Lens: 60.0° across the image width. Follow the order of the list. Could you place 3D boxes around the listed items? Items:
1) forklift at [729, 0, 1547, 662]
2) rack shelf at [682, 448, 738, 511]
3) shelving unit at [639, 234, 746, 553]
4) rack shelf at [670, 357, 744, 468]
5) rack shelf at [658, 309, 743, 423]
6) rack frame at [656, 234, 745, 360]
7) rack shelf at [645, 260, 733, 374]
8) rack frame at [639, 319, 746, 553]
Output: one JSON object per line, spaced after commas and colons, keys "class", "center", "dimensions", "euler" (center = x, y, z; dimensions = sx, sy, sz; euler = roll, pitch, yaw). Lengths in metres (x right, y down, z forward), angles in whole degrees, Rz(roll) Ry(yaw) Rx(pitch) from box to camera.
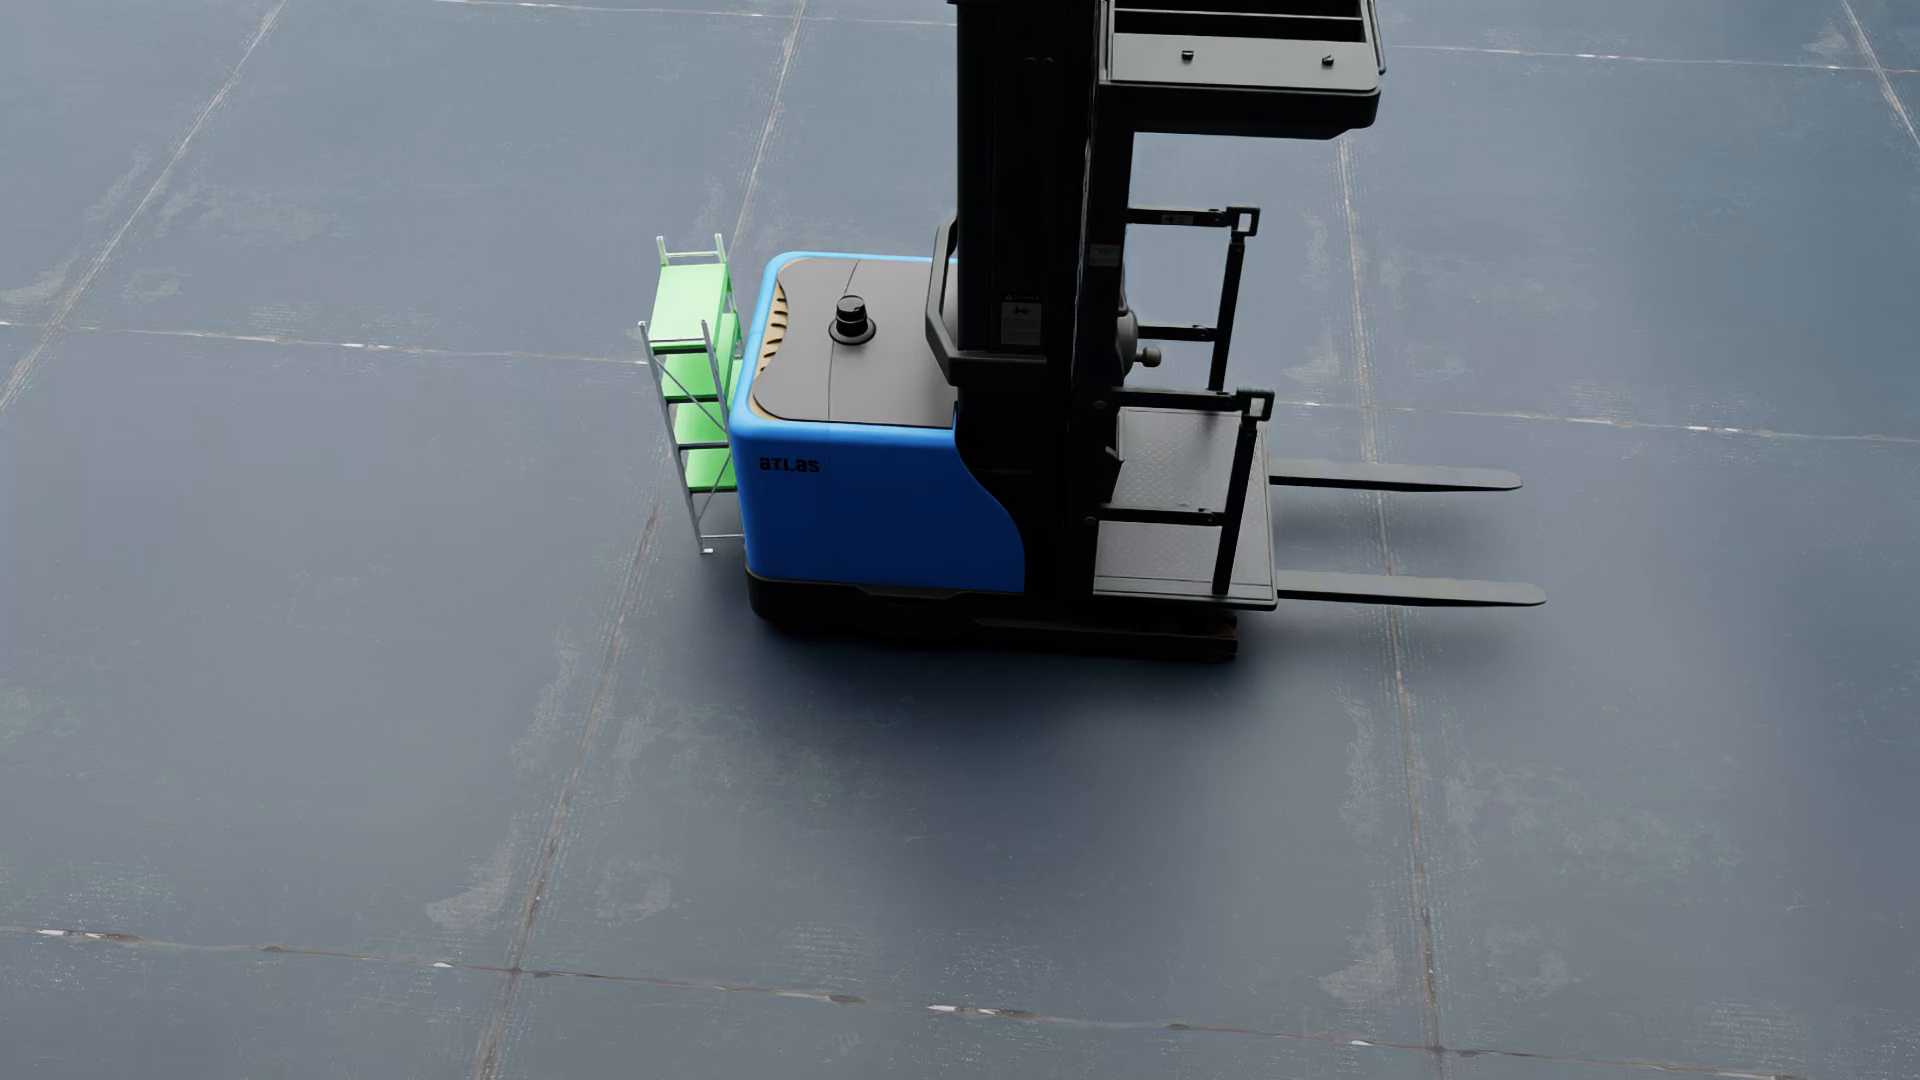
{"class": "forklift", "center": [0.728, -0.935, 5.645], "dimensions": [3.031, 2.935, 1.130], "euler": [3, 48, 3]}
{"class": "rack shelf", "center": [-0.952, -0.337, 6.671], "dimensions": [0.258, 0.148, 0.480], "euler": [-2, 47, 3]}
{"class": "shelving unit", "center": [-0.971, -0.542, 6.448], "dimensions": [0.258, 1.200, 0.503], "euler": [-2, 47, 3]}
{"class": "rack shelf", "center": [-0.967, -0.499, 6.495], "dimensions": [0.258, 0.148, 0.480], "euler": [-2, 47, 3]}
{"class": "rack shelf", "center": [-0.982, -0.661, 6.318], "dimensions": [0.258, 0.148, 0.480], "euler": [-2, 47, 3]}
{"class": "rack frame", "center": [-0.970, -0.722, 6.613], "dimensions": [0.240, 1.200, 0.015], "euler": [-2, 47, 3]}
{"class": "rack shelf", "center": [-0.997, -0.822, 6.142], "dimensions": [0.258, 0.148, 0.480], "euler": [-2, 47, 3]}
{"class": "rack frame", "center": [-0.972, -0.362, 6.283], "dimensions": [0.240, 1.200, 0.015], "euler": [-2, 47, 3]}
